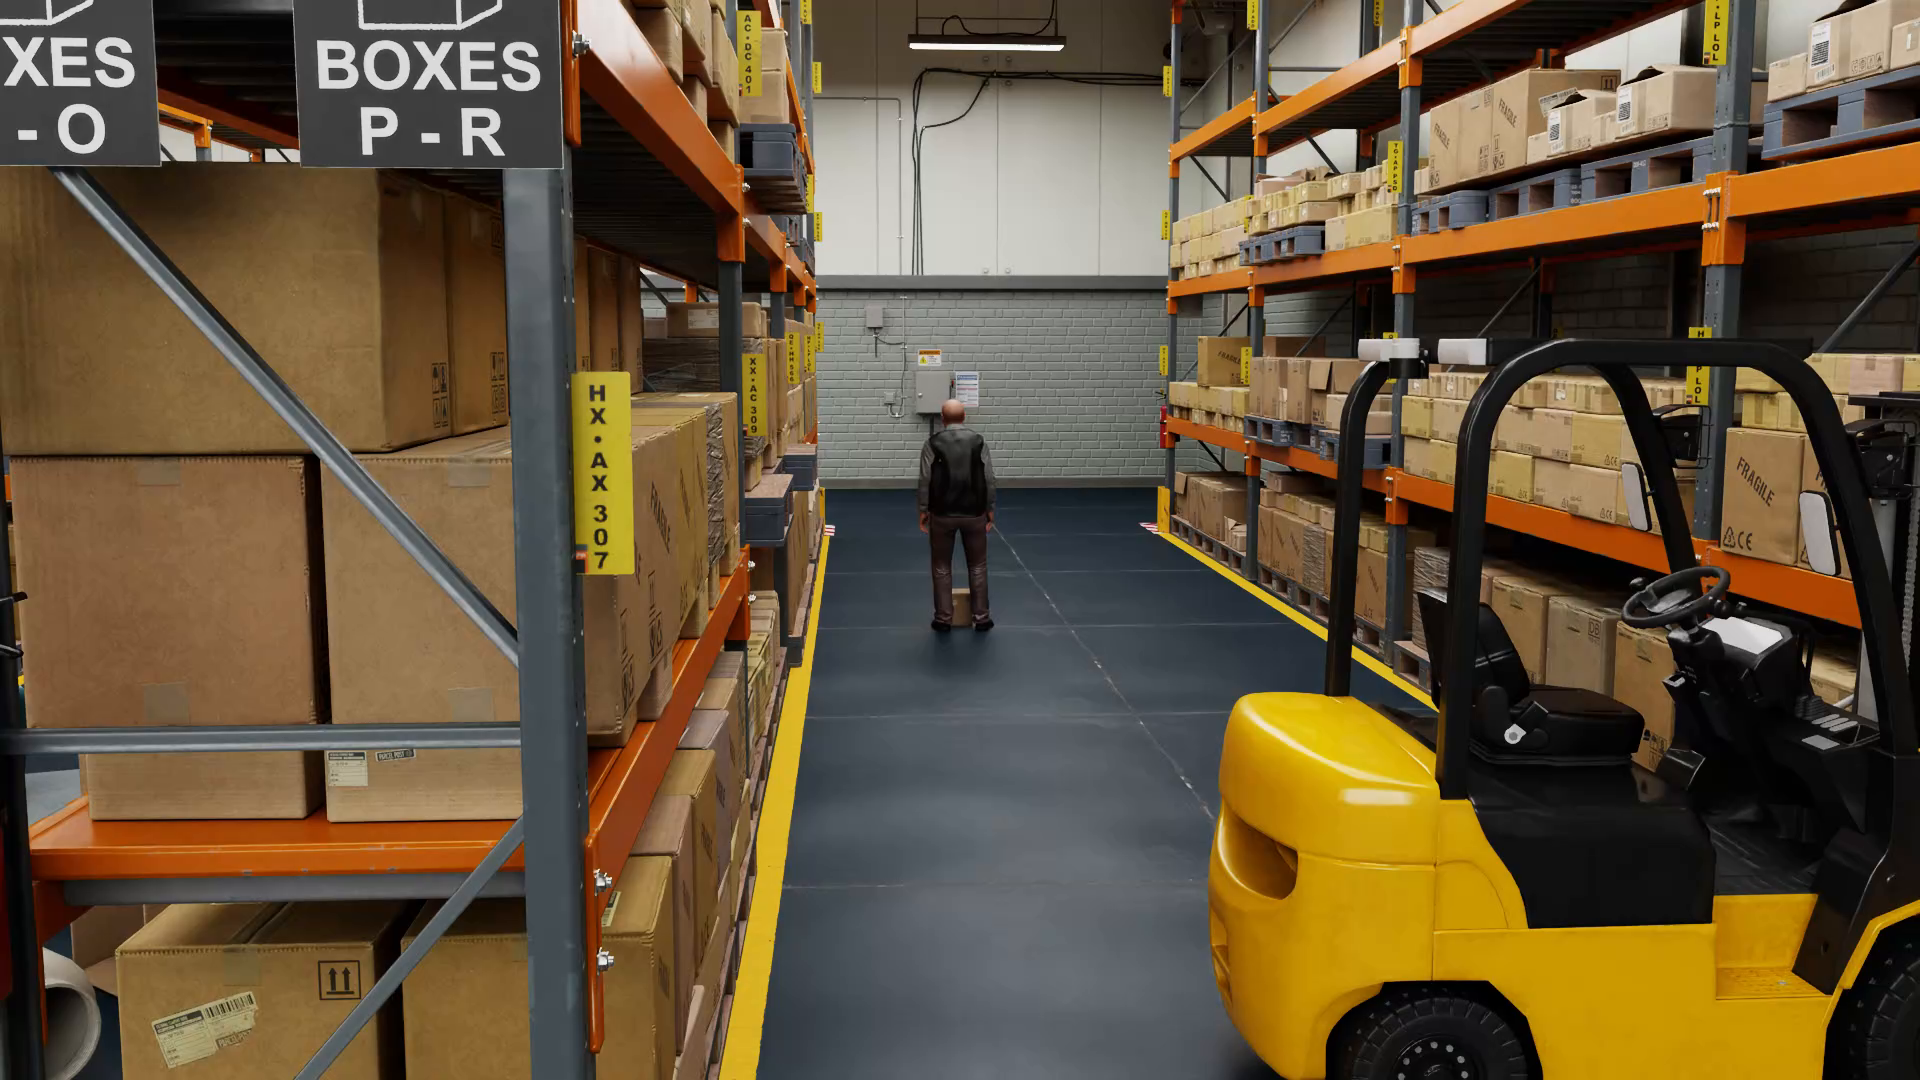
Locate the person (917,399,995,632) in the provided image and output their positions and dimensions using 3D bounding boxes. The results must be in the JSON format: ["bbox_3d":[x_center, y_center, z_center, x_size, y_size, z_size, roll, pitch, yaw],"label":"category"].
[{"bbox_3d":[-0.022,-0.182,12.369,0.593,1.720,0.419,-1,7,-7],"label":"person"}]
